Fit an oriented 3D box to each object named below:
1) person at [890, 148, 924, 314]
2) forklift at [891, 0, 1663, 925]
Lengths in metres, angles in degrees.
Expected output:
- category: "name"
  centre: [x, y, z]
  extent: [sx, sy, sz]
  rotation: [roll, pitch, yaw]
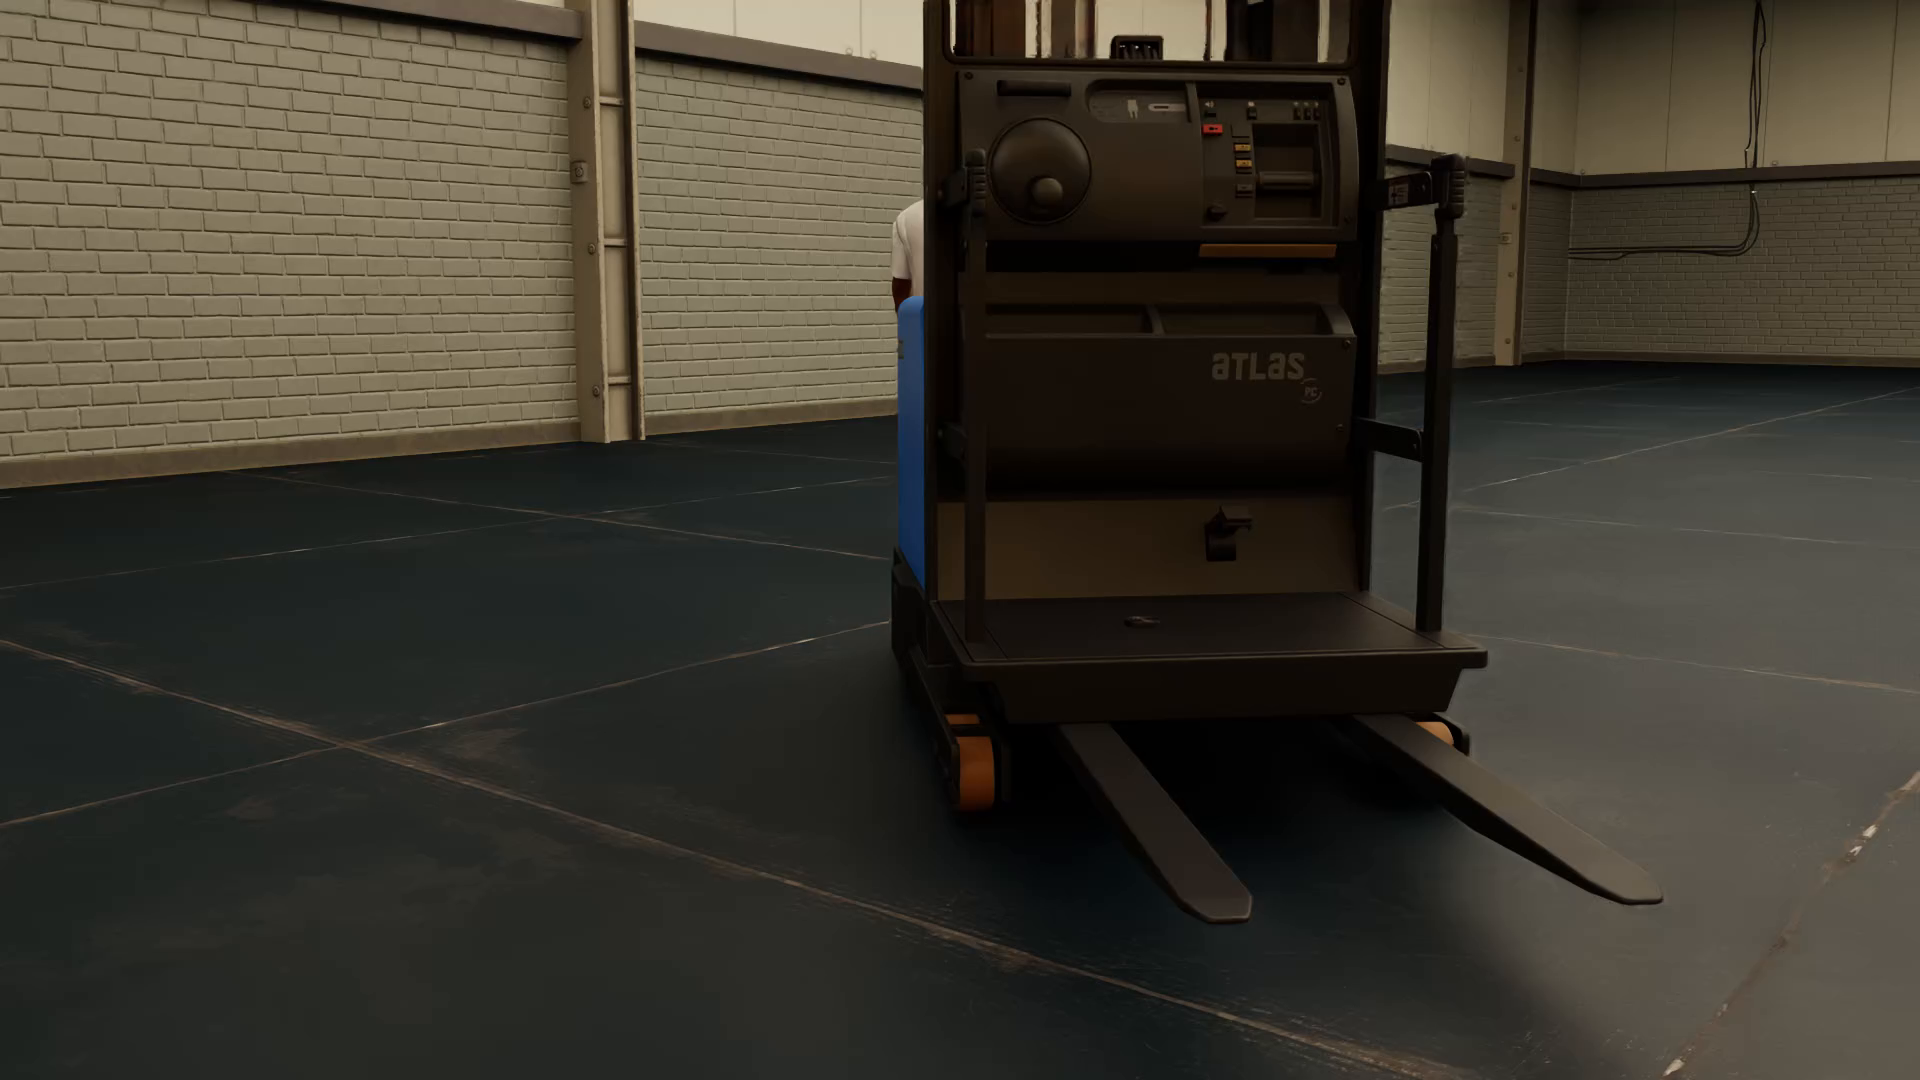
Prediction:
- category: "person"
  centre: [0.048, -0.888, 7.326]
  extent: [0.666, 1.765, 0.577]
  rotation: [7, 11, 38]
- category: "forklift"
  centre: [0.488, -0.929, 3.635]
  extent: [1.130, 2.935, 3.031]
  rotation: [-1, 8, -7]
